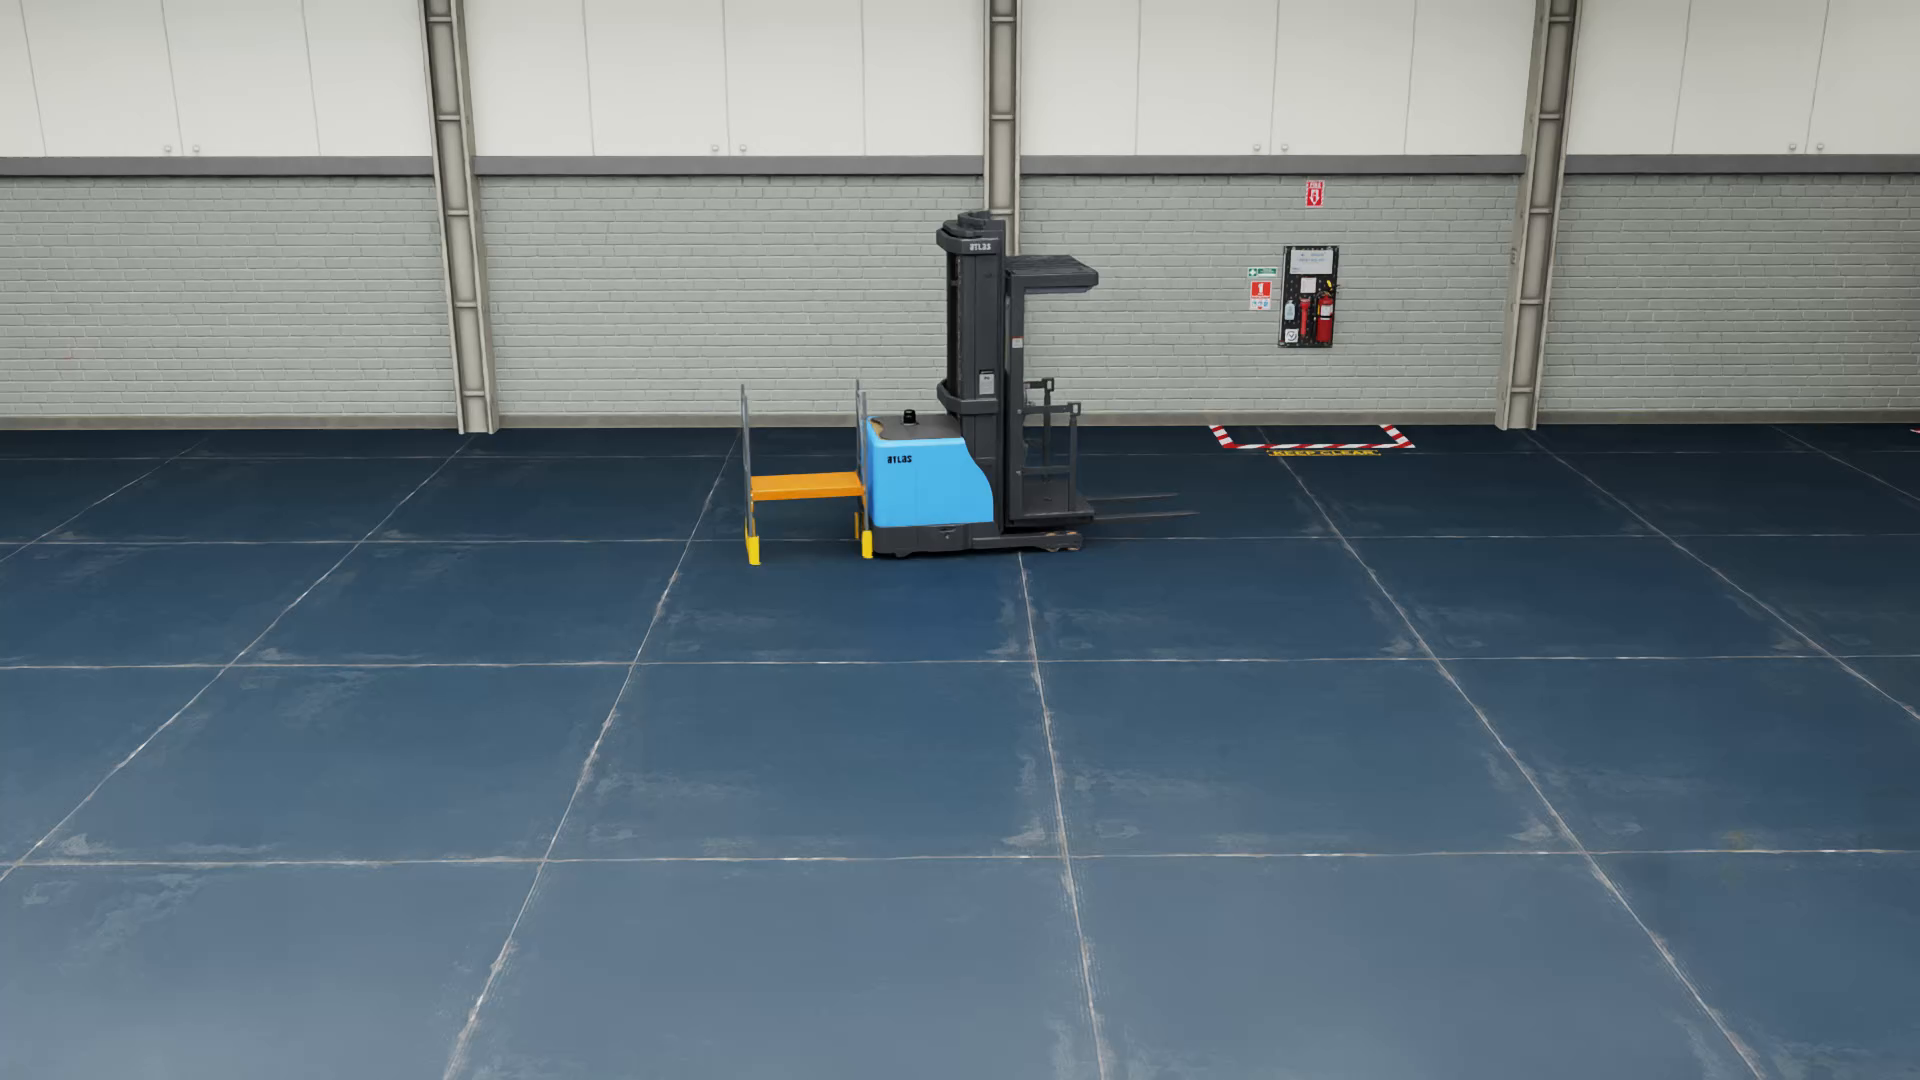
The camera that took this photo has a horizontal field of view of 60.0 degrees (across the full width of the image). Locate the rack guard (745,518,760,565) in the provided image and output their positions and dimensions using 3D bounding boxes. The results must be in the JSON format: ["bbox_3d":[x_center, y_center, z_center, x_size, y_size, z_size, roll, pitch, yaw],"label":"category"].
[{"bbox_3d":[-1.850,0.009,14.811,0.087,0.250,0.587,-3,18,-10],"label":"rack guard"}]

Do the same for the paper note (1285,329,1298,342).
[{"bbox_3d":[3.808,-2.346,19.096,0.142,0.148,0.016,0,18,-1],"label":"paper note"}]

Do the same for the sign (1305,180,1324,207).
[{"bbox_3d":[3.977,-3.880,18.639,0.199,0.298,0.001,0,18,-1],"label":"sign"}]

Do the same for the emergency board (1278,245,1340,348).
[{"bbox_3d":[3.986,-2.746,18.898,0.643,1.169,0.194,0,18,-1],"label":"emergency board"}]

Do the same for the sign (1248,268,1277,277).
[{"bbox_3d":[3.437,-3.041,18.893,0.331,0.109,0.001,0,18,-1],"label":"sign"}]

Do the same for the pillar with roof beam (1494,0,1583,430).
[{"bbox_3d":[6.526,-4.288,13.884,0.400,9.000,9.100,0,18,-1],"label":"pillar with roof beam"}]

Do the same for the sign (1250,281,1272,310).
[{"bbox_3d":[3.432,-2.791,18.982,0.234,0.329,0.001,0,18,-1],"label":"sign"}]

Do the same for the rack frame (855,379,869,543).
[{"bbox_3d":[-0.870,-0.641,14.793,0.032,1.500,0.500,-3,18,-10],"label":"rack frame"}]

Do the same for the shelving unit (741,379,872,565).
[{"bbox_3d":[-1.360,-0.613,14.707,1.083,1.500,0.587,-3,18,-10],"label":"shelving unit"}]

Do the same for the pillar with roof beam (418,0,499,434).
[{"bbox_3d":[-5.473,-4.230,13.703,0.400,9.000,9.100,0,18,-1],"label":"pillar with roof beam"}]

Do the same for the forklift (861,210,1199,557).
[{"bbox_3d":[0.648,-1.445,14.955,3.031,2.935,1.130,-3,18,-10],"label":"forklift"}]

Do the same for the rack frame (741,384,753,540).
[{"bbox_3d":[-1.869,-0.585,14.617,0.032,1.500,0.500,-3,18,-10],"label":"rack frame"}]

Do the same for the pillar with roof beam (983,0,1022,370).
[{"bbox_3d":[0.527,-4.259,13.793,0.400,9.000,9.100,0,18,-1],"label":"pillar with roof beam"}]

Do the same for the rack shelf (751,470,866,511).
[{"bbox_3d":[-1.369,-0.442,14.760,1.000,0.185,0.538,-3,18,-10],"label":"rack shelf"}]

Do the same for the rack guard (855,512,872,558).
[{"bbox_3d":[-0.871,-0.046,14.984,0.087,0.250,0.587,-3,18,-10],"label":"rack guard"}]
